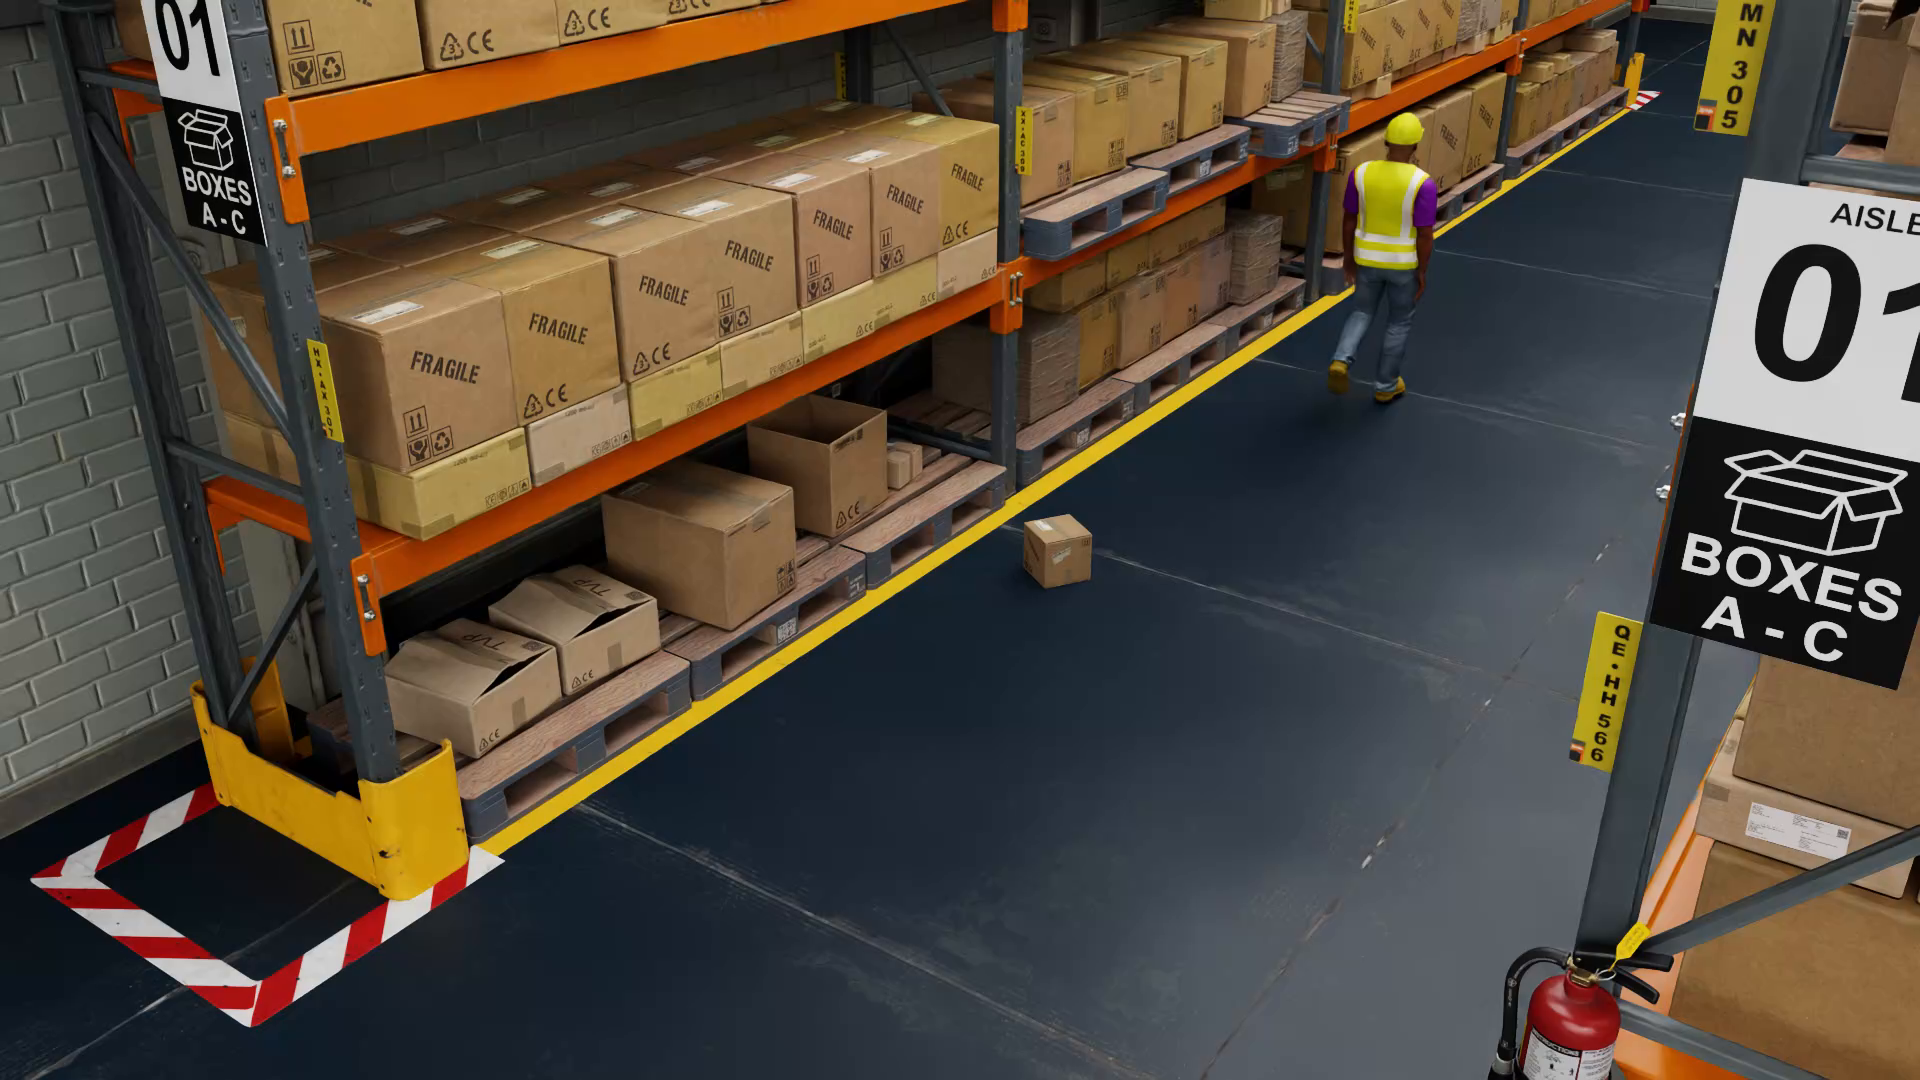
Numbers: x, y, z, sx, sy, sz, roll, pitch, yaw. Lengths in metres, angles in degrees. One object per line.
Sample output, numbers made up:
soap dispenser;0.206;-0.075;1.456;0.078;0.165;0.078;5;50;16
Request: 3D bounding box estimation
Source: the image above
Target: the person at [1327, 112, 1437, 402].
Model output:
person;2.501;-1.635;9.799;0.567;1.753;0.678;18;32;31
